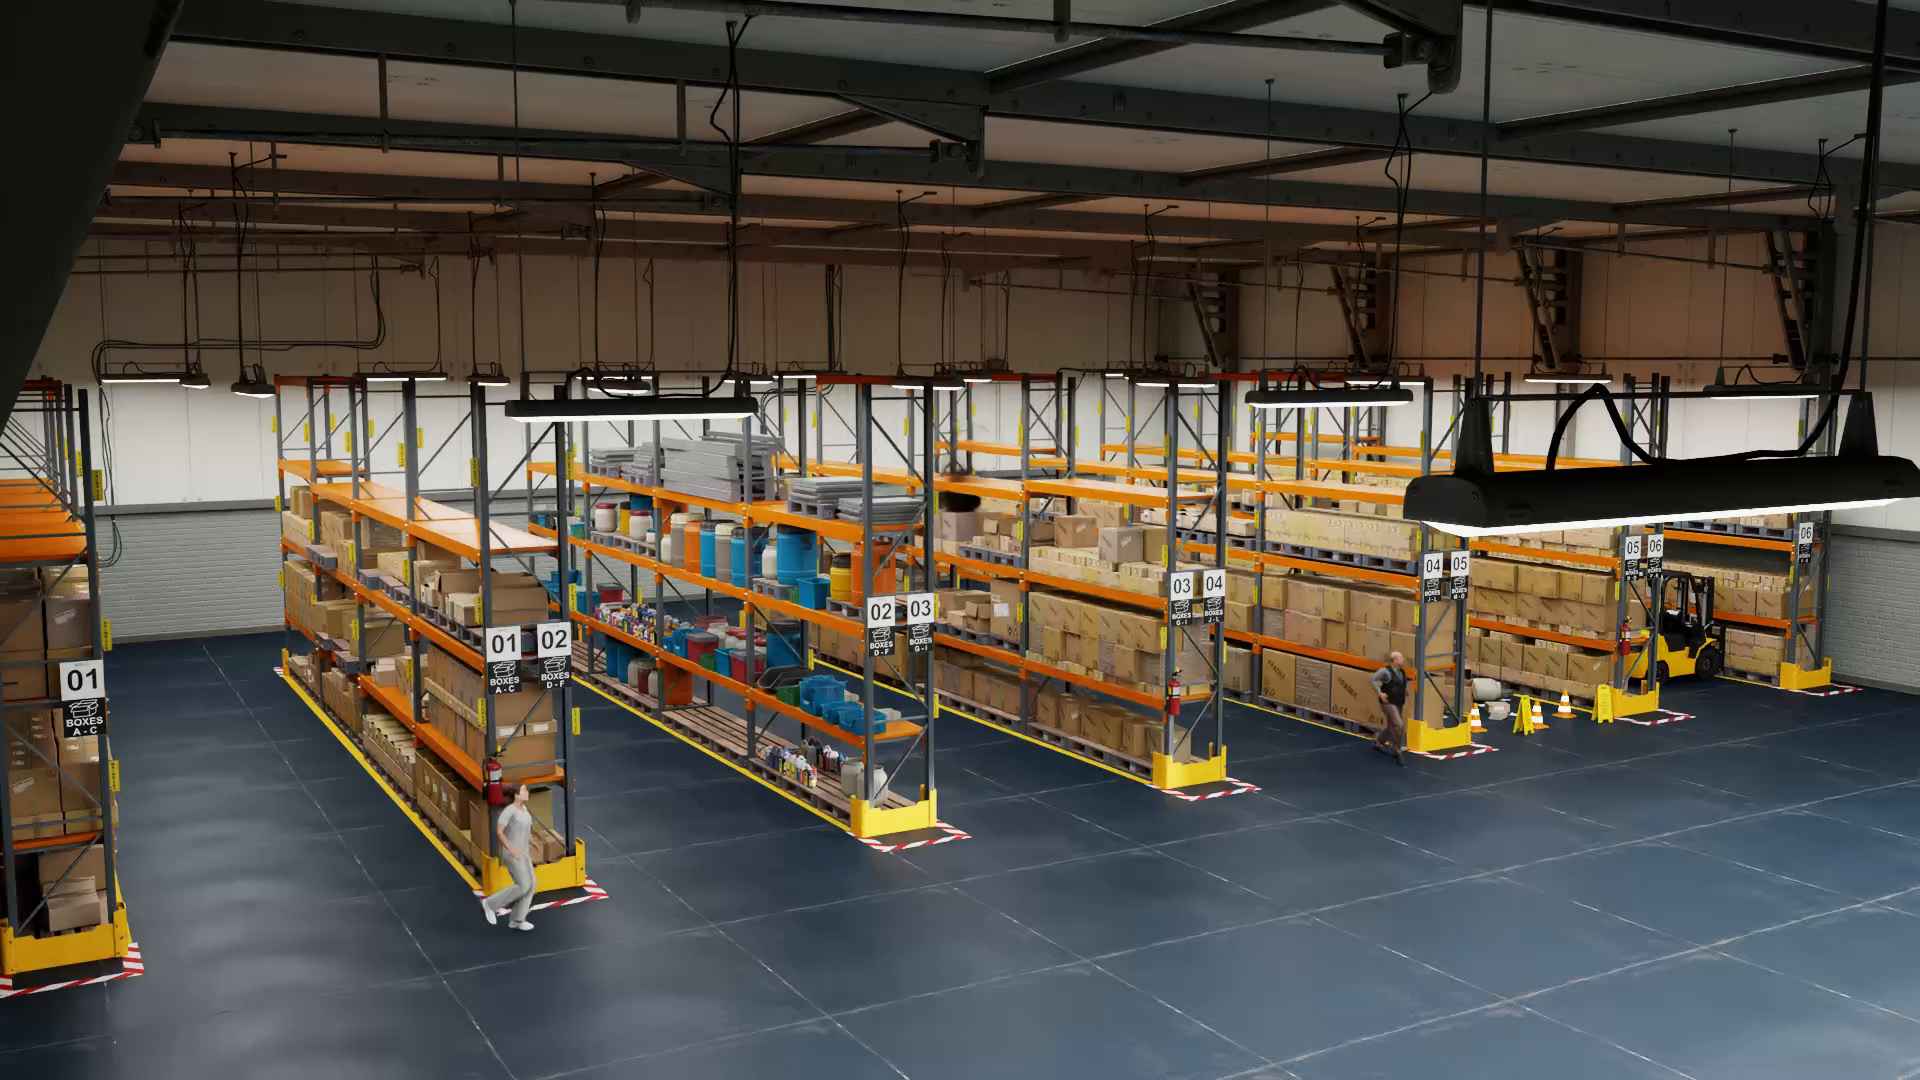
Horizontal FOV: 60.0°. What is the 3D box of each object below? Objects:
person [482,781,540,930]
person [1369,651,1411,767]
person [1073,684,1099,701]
[{"bbox_3d":[-4.994,3.497,18.600,0.578,1.616,0.618,1,6,7],"label":"person"},{"bbox_3d":[6.824,2.626,26.191,0.656,1.761,0.790,-5,8,-39],"label":"person"},{"bbox_3d":[2.403,2.116,30.751,0.686,1.851,0.746,-5,8,-38],"label":"person"}]
